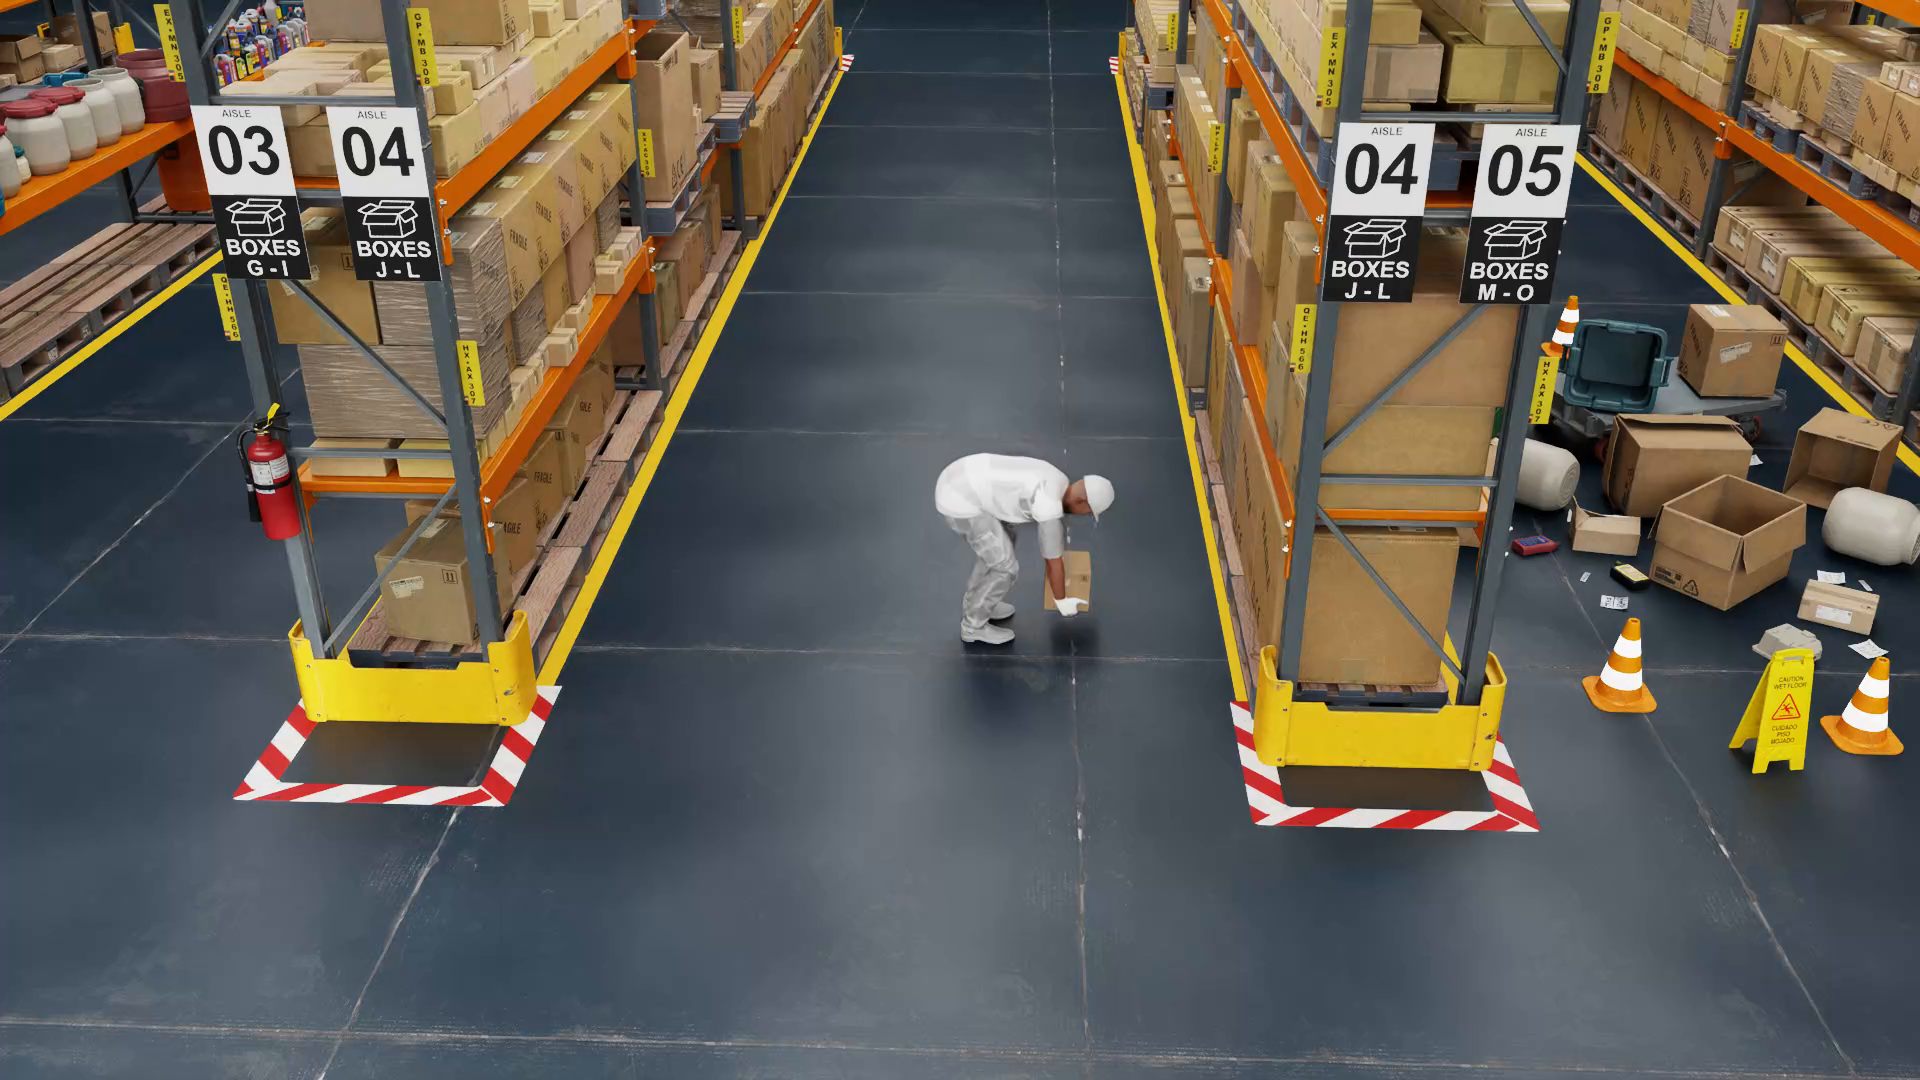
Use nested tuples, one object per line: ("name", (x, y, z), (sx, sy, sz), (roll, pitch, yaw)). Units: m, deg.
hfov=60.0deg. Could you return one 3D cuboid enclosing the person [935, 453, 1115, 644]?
("person", (0.357, 0.027, 9.317), (0.991, 1.062, 0.511), (0, 28, 0))
